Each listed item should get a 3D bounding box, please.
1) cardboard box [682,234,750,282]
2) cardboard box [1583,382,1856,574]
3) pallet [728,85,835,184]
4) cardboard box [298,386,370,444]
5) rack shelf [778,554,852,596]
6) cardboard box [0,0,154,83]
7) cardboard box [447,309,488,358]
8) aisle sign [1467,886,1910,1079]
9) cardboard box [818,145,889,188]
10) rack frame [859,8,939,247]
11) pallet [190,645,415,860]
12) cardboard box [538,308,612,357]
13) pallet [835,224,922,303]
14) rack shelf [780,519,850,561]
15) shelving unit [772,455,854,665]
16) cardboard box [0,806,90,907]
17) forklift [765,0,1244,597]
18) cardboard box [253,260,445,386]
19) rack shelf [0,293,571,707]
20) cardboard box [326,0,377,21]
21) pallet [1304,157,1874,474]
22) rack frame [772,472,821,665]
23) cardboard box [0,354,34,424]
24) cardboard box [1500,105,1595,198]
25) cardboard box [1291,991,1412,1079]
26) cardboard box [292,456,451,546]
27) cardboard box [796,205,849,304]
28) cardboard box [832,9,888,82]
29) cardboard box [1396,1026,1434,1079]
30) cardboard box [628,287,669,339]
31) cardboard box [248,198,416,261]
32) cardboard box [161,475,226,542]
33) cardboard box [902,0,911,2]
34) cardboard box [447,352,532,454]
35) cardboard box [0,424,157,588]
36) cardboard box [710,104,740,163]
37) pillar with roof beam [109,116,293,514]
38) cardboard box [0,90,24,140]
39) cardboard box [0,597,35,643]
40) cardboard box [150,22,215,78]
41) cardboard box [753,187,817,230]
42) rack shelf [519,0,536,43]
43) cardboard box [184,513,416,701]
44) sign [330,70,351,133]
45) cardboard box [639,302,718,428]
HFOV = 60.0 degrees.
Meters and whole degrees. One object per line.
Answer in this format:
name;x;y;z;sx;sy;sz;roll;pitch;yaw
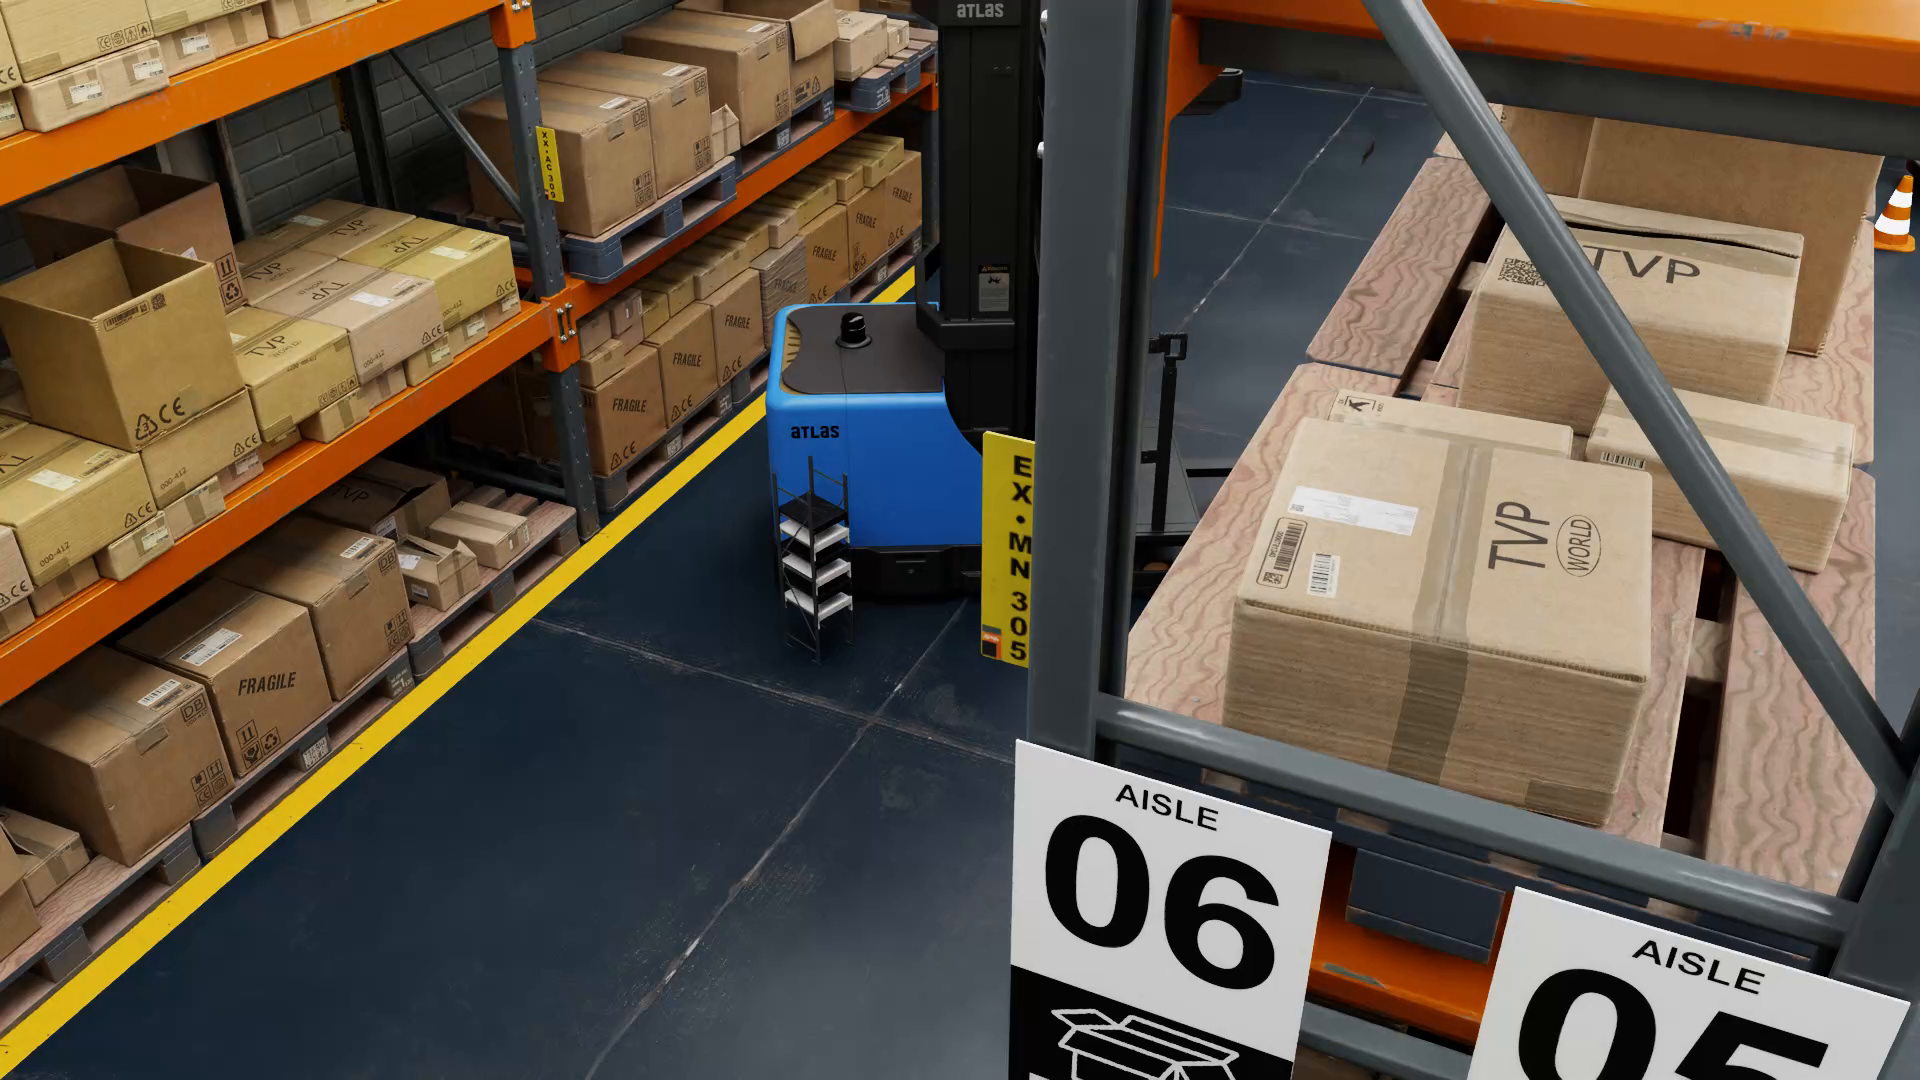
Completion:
cardboard box;-1.395;-1.569;9.213;0.380;0.149;0.250;15;36;22
cardboard box;1.224;-0.112;2.705;0.380;0.149;0.250;16;36;22
pallet;-1.412;-2.328;9.240;1.003;0.211;1.213;14;36;20
cardboard box;-2.572;-0.536;6.561;0.380;0.149;0.250;14;36;20
rack shelf;-0.637;0.123;7.302;0.258;0.077;0.200;28;42;35
cardboard box;-2.901;-1.641;5.146;0.500;0.250;0.500;14;36;20
cardboard box;-2.269;-0.929;7.160;0.380;0.149;0.250;15;36;22
aisle sign;0.793;0.759;1.986;0.394;0.787;0.004;14;36;20
cardboard box;-0.665;-2.332;10.376;0.380;0.149;0.250;12;35;18
rack frame;-0.603;-3.378;10.666;1.000;3.000;0.127;14;36;20
pallet;-3.074;0.732;6.941;1.003;0.211;1.213;14;36;20
cardboard box;-1.940;-1.043;8.139;0.380;0.149;0.250;14;36;20
pallet;-0.949;-1.848;10.876;1.003;0.211;1.213;14;36;20
rack shelf;-0.637;-0.027;7.203;0.258;0.077;0.200;28;42;35
shelving unit;-0.637;0.096;7.284;0.258;0.900;0.210;28;42;35
cardboard box;-3.395;1.138;5.996;0.380;0.149;0.250;13;35;19
forklift;0.627;-1.240;7.468;3.031;2.935;1.130;-1;33;-2
cardboard box;-2.464;-0.885;6.729;0.500;0.250;0.500;14;36;21
rack shelf;-3.113;-0.089;6.306;1.077;0.370;4.000;14;36;20
cardboard box;-2.384;-2.035;6.112;0.380;0.149;0.250;15;36;22
pallet;1.370;-0.455;3.554;1.003;0.211;1.213;14;36;20
rack frame;-0.707;0.136;7.222;0.240;0.900;0.006;28;42;35
cardboard box;-3.351;-0.507;6.154;0.500;0.250;0.500;14;36;20
cardboard box;1.699;-1.085;3.865;0.797;0.503;0.637;17;37;24
cardboard box;0.528;0.788;2.719;0.380;0.149;0.250;15;36;21
cardboard box;-2.767;-0.162;7.830;0.500;0.311;0.500;15;36;22
cardboard box;-1.020;-1.740;10.065;0.500;0.500;0.500;16;36;23
cardboard box;-0.750;-2.891;9.677;0.500;0.250;0.500;12;35;18
cardboard box;0.546;0.989;3.003;0.500;0.500;0.500;15;36;22
cardboard box;-1.742;-1.191;8.636;0.380;0.149;0.250;12;35;18
cardboard box;-2.729;-1.262;7.305;0.500;0.250;0.500;14;36;20
cardboard box;-2.887;-0.155;5.980;0.380;0.149;0.250;15;36;22
cardboard box;-0.173;-3.683;10.813;0.500;0.250;0.500;14;36;20
cardboard box;-2.339;-0.828;8.674;0.500;0.500;0.500;14;36;20
cardboard box;-3.095;-0.124;5.568;0.500;0.250;0.500;13;36;20
cardboard box;-1.346;-2.109;8.470;0.396;0.266;0.258;16;36;23
pillar with roof beam;0.524;-2.767;4.263;9.100;9.000;0.400;14;36;20
cardboard box;-3.048;-1.278;4.958;0.380;0.149;0.250;14;36;20
cardboard box;-3.259;0.223;5.403;0.380;0.149;0.250;15;36;22
cardboard box;-2.729;-1.660;5.540;0.380;0.149;0.250;15;36;21
cardboard box;-1.071;-1.966;9.817;0.380;0.149;0.250;14;36;20
rack shelf;-1.439;-3.335;8.521;1.077;0.370;4.000;14;36;20
cardboard box;-2.780;0.260;7.015;0.700;0.500;0.500;13;35;19
sign;-2.782;-1.995;7.501;0.100;0.325;0.005;14;36;20
cardboard box;-1.656;-0.973;8.894;0.500;0.500;0.500;14;36;20
